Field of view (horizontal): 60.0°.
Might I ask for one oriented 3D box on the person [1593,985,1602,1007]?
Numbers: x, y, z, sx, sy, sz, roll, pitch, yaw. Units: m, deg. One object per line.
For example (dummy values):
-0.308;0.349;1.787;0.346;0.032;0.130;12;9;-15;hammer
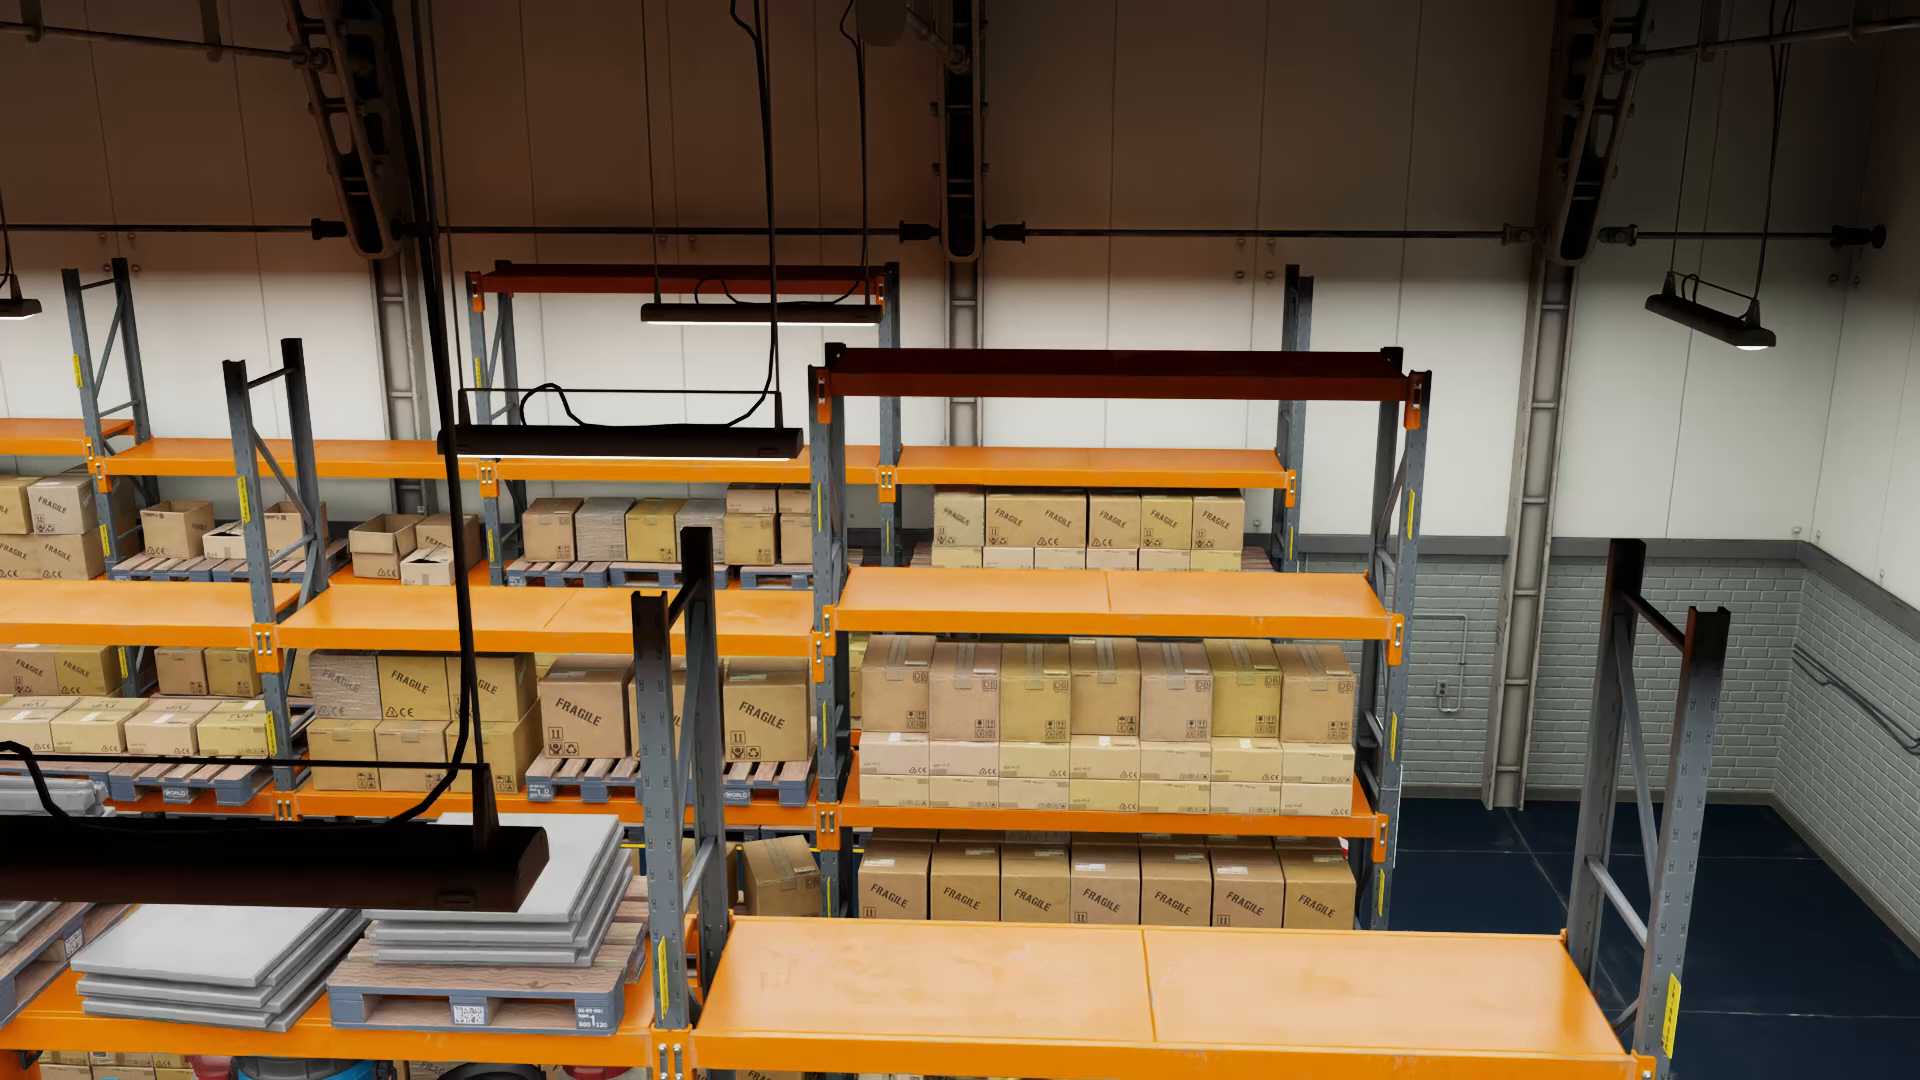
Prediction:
4.461;3.951;12.143;0.952;1.546;0.430;-7;18;-23;person
